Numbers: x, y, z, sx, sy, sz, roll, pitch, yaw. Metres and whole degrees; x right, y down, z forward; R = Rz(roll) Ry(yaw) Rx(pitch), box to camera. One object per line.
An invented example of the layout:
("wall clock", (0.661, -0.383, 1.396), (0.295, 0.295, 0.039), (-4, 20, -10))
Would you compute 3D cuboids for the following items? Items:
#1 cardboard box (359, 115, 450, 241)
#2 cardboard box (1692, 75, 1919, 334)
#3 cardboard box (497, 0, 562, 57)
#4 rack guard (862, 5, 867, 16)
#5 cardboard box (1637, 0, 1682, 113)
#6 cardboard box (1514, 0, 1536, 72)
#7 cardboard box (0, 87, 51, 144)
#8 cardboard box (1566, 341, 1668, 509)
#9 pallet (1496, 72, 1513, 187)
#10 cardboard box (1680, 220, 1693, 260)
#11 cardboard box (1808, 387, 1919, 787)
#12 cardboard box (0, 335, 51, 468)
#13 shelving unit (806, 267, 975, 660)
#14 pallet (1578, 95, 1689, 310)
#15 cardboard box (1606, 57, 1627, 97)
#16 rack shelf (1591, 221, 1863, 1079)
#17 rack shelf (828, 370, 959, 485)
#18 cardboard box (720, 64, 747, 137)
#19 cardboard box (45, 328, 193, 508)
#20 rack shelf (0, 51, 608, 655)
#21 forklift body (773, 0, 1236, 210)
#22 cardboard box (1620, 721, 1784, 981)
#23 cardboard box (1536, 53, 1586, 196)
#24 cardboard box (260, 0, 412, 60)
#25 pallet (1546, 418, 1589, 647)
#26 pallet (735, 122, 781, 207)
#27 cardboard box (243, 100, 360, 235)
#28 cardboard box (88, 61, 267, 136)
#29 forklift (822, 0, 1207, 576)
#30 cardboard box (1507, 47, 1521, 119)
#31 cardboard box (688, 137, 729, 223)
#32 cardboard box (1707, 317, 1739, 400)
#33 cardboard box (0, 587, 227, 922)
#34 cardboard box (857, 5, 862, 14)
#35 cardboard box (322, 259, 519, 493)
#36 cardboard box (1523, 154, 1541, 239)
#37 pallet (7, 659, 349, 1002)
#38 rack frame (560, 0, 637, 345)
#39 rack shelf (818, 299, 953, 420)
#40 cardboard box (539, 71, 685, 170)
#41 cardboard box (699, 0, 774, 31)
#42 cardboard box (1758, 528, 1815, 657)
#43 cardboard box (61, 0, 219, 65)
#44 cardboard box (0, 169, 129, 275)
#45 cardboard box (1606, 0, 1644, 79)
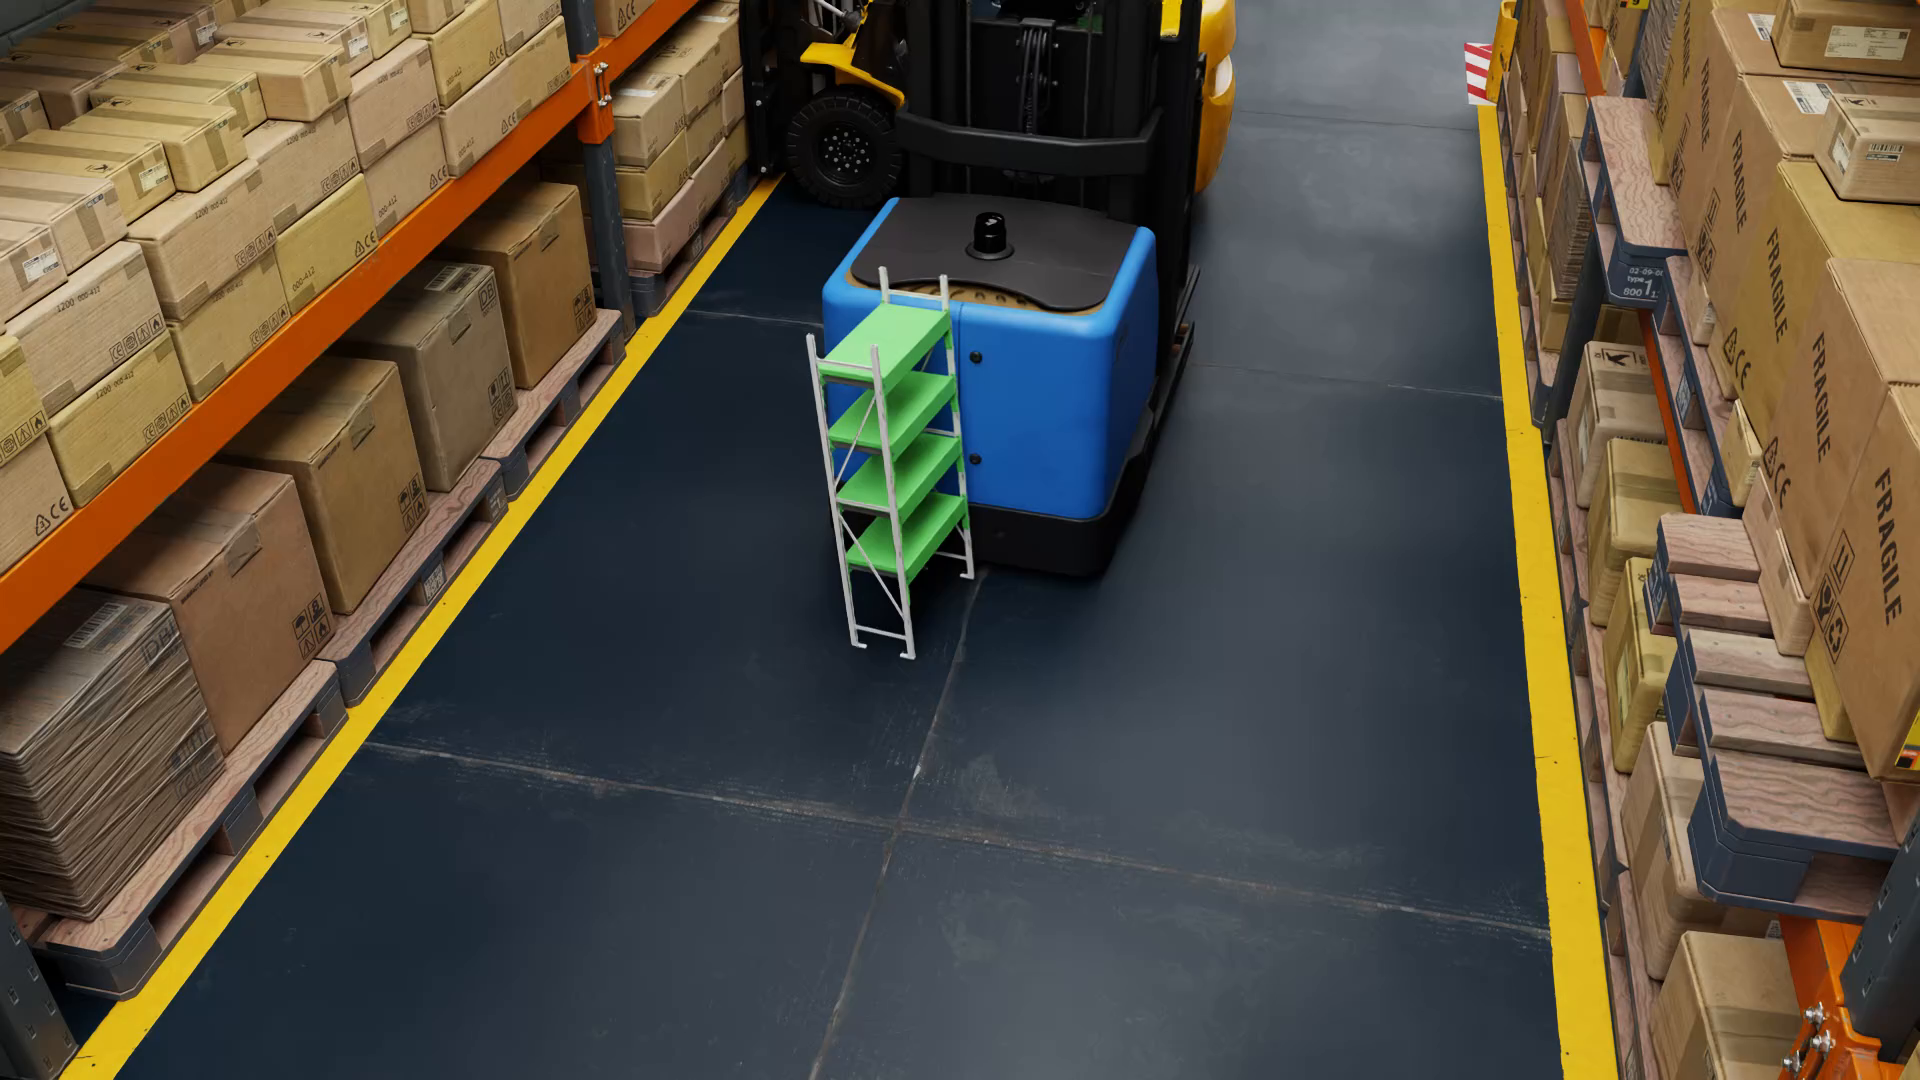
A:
("cardboard box", (-2.061, -1.237, 5.529), (0.500, 0.250, 0.500), (8, 37, 10))
("cardboard box", (2.174, -0.803, 4.105), (0.500, 0.500, 0.500), (6, 36, 8))
("cardboard box", (-1.826, -2.018, 6.180), (0.500, 0.250, 0.500), (7, 36, 9))
("rack guard", (-1.111, -3.484, 10.632), (1.175, 0.500, 0.348), (7, 37, 10))
("cardboard box", (2.499, -1.668, 5.298), (0.500, 0.500, 0.500), (8, 37, 11))
("cardboard box", (3.287, -2.782, 8.878), (0.500, 0.500, 0.500), (6, 36, 8))
("cardboard box", (-2.804, -1.159, 4.656), (0.380, 0.149, 0.250), (7, 36, 9))
("cardboard box", (2.770, -0.375, 6.092), (0.950, 0.372, 0.625), (8, 37, 11))
("pallet", (3.509, -2.229, 9.145), (1.003, 0.211, 1.213), (7, 37, 10))
("cardboard box", (2.309, -0.904, 4.798), (0.380, 0.149, 0.250), (8, 37, 11))
("cardboard box", (1.850, 0.097, 2.863), (0.500, 0.500, 0.500), (6, 36, 9))
("cardboard box", (-2.467, -0.259, 3.753), (0.500, 0.250, 0.500), (7, 37, 10))
("shelving unit", (-0.208, -0.242, 5.539), (0.258, 1.200, 0.503), (11, 38, 23))
("pallet", (2.574, -1.072, 5.336), (1.003, 0.211, 1.213), (7, 37, 10))
("cardboard box", (2.650, -1.690, 6.240), (0.380, 0.149, 0.250), (7, 37, 9))
("rack shelf", (2.452, -0.132, 4.489), (1.077, 0.370, 4.000), (7, 37, 10))
("rack shelf", (-0.222, -0.387, 5.440), (0.258, 0.148, 0.480), (11, 38, 23))
("cardboard box", (-1.341, -2.263, 8.376), (0.500, 0.250, 0.500), (7, 37, 10))
("cardboard box", (-2.379, -0.347, 4.301), (0.500, 0.250, 0.500), (7, 36, 9))
("rack shelf", (-2.398, -0.752, 5.344), (1.077, 0.370, 4.000), (7, 37, 10))
("forklift body", (0.261, -2.823, 8.313), (2.313, 2.155, 1.214), (7, 37, 10))
("cardboard box", (2.305, 0.871, 4.374), (0.950, 0.372, 0.625), (7, 36, 9))
("cardboard box", (2.958, -1.887, 7.644), (0.500, 0.500, 0.500), (9, 37, 12))
("cardboard box", (-2.012, -1.675, 5.368), (0.380, 0.149, 0.250), (6, 36, 9))
("pallet", (2.714, 0.006, 6.062), (1.003, 0.211, 1.213), (7, 37, 10))
("pallet", (-1.501, -2.213, 9.123), (1.003, 0.211, 1.213), (7, 37, 10))
("cardboard box", (-2.170, -1.143, 4.972), (0.500, 0.250, 0.500), (8, 37, 11))
("cardboard box", (-2.243, -1.248, 4.778), (0.380, 0.149, 0.250), (7, 37, 10))
("forklift", (0.407, -1.923, 6.406), (1.130, 2.935, 3.031), (9, 37, 13))
("cardboard box", (3.291, -2.492, 9.117), (0.500, 0.250, 0.500), (7, 37, 10))
("cardboard box", (-1.450, -1.775, 8.128), (0.500, 0.250, 0.500), (7, 36, 9))
("cardboard box", (2.119, -0.460, 4.185), (0.380, 0.149, 0.250), (6, 36, 8))
("cardboard box", (-2.678, 0.539, 4.616), (0.875, 0.625, 0.625), (8, 37, 11))
("cardboard box", (-0.908, -3.231, 10.136), (0.500, 0.250, 0.500), (8, 37, 10))
("cardboard box", (-2.244, -0.654, 6.262), (0.875, 0.625, 0.625), (7, 37, 9))
("cardboard box", (2.960, -1.596, 7.882), (0.500, 0.250, 0.500), (8, 37, 11))
("pallet", (-2.611, 0.766, 5.014), (1.003, 0.211, 1.213), (7, 37, 10))
("rack frame", (-1.971, -2.190, 6.715), (1.000, 3.000, 0.127), (7, 37, 10))
("rack shelf", (-0.241, -0.584, 5.304), (0.258, 0.148, 0.480), (11, 38, 23))
("cardboard box", (-1.561, -1.889, 7.434), (0.500, 0.250, 0.500), (7, 36, 9))
("cardboard box", (-1.227, -2.768, 8.646), (0.500, 0.250, 0.500), (7, 36, 9))
("cardboard box", (1.862, 0.125, 3.378), (0.380, 0.149, 0.250), (7, 37, 10))
("cardboard box", (-2.579, -1.594, 5.255), (0.380, 0.149, 0.250), (7, 37, 10))
("cardboard box", (-2.340, -0.801, 4.161), (0.380, 0.149, 0.250), (8, 37, 10))
("cardboard box", (2.731, -2.016, 6.137), (0.500, 0.500, 0.500), (6, 36, 9))
